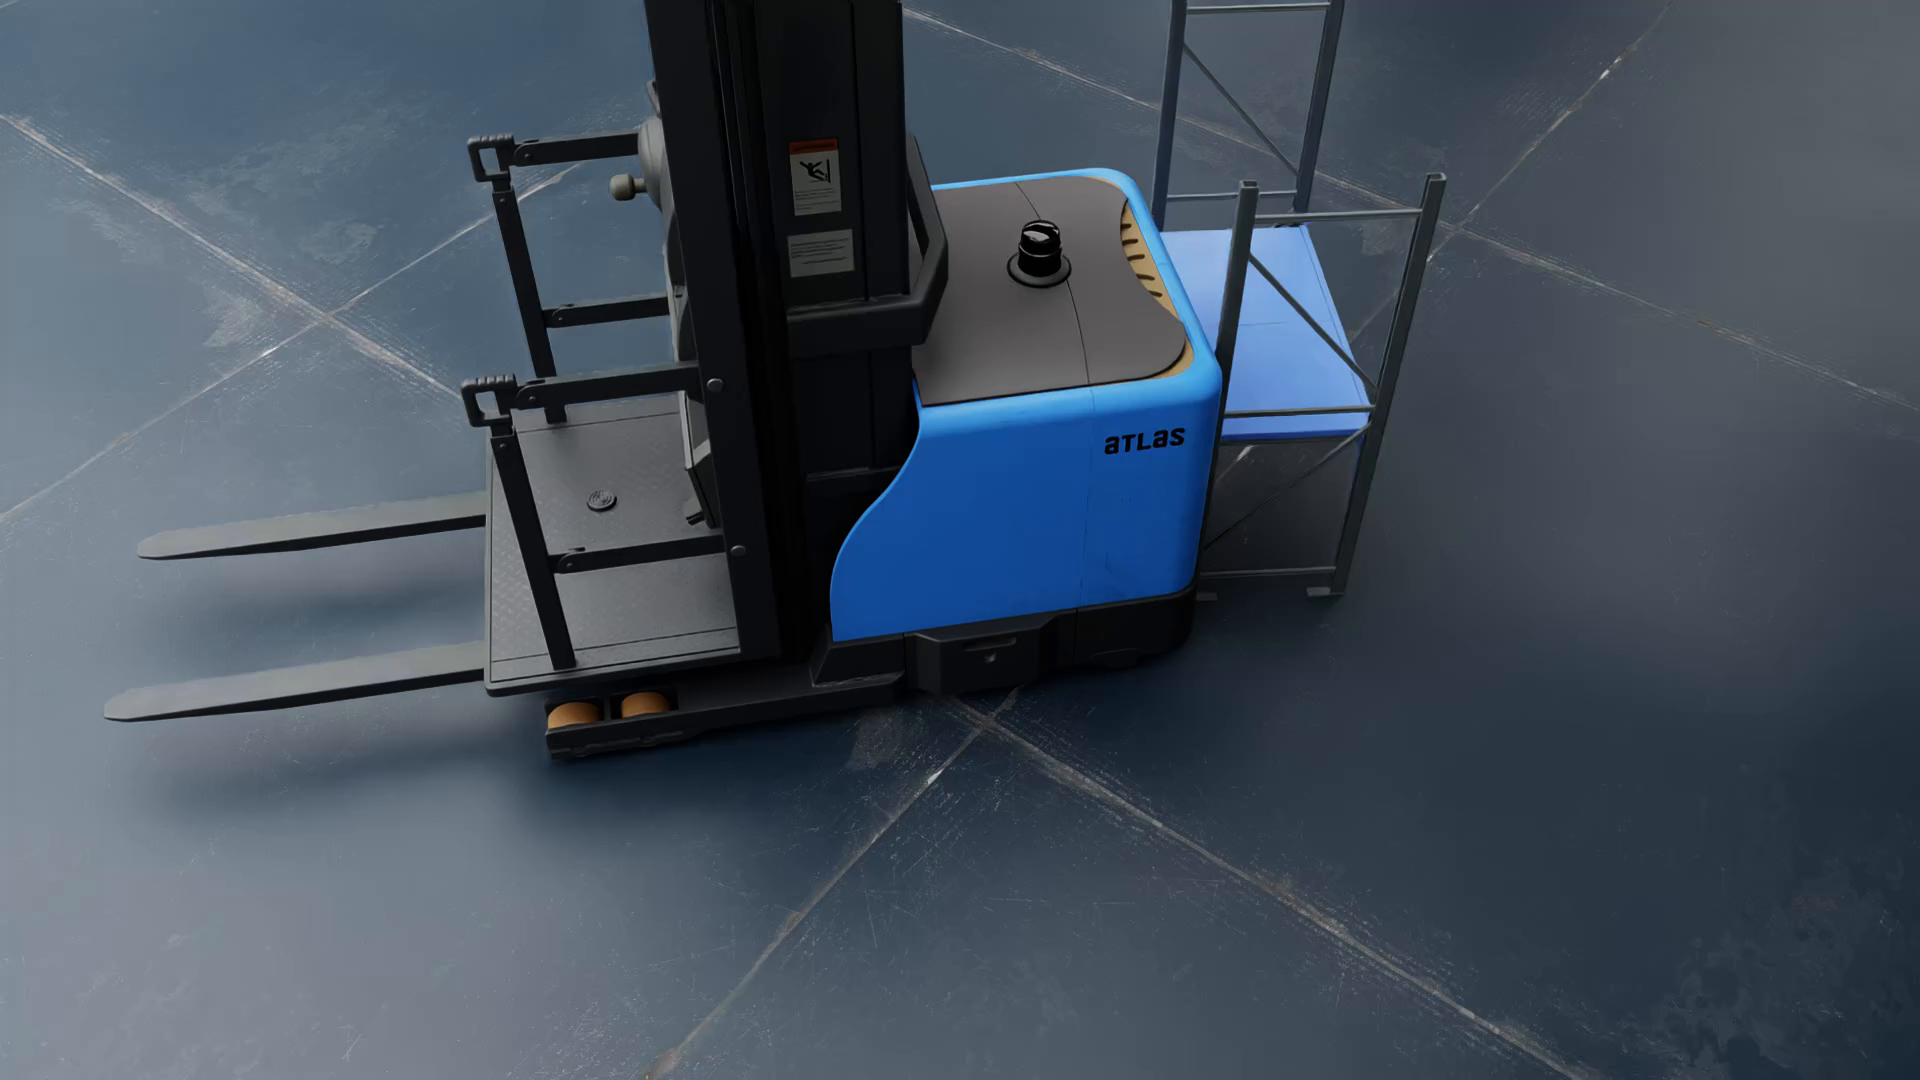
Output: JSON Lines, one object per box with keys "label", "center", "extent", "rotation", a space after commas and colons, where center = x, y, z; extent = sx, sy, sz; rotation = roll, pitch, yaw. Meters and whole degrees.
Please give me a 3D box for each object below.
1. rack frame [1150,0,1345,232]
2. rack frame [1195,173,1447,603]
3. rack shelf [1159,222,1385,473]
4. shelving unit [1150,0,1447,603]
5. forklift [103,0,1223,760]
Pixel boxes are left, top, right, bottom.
{"label": "rack frame", "center": [0.854, -1.081, 5.246], "extent": [0.500, 1.500, 0.032], "rotation": [-3, 46, -3]}
{"label": "rack frame", "center": [0.923, -0.348, 4.545], "extent": [0.500, 1.500, 0.032], "rotation": [-3, 46, -3]}
{"label": "rack shelf", "center": [0.889, -0.590, 5.026], "extent": [0.538, 0.185, 1.000], "rotation": [-3, 46, -3]}
{"label": "shelving unit", "center": [0.889, -0.715, 4.895], "extent": [0.538, 1.500, 1.048], "rotation": [-3, 46, -3]}
{"label": "forklift", "center": [-0.886, -0.819, 4.006], "extent": [3.031, 2.935, 1.130], "rotation": [-8, 47, -7]}
